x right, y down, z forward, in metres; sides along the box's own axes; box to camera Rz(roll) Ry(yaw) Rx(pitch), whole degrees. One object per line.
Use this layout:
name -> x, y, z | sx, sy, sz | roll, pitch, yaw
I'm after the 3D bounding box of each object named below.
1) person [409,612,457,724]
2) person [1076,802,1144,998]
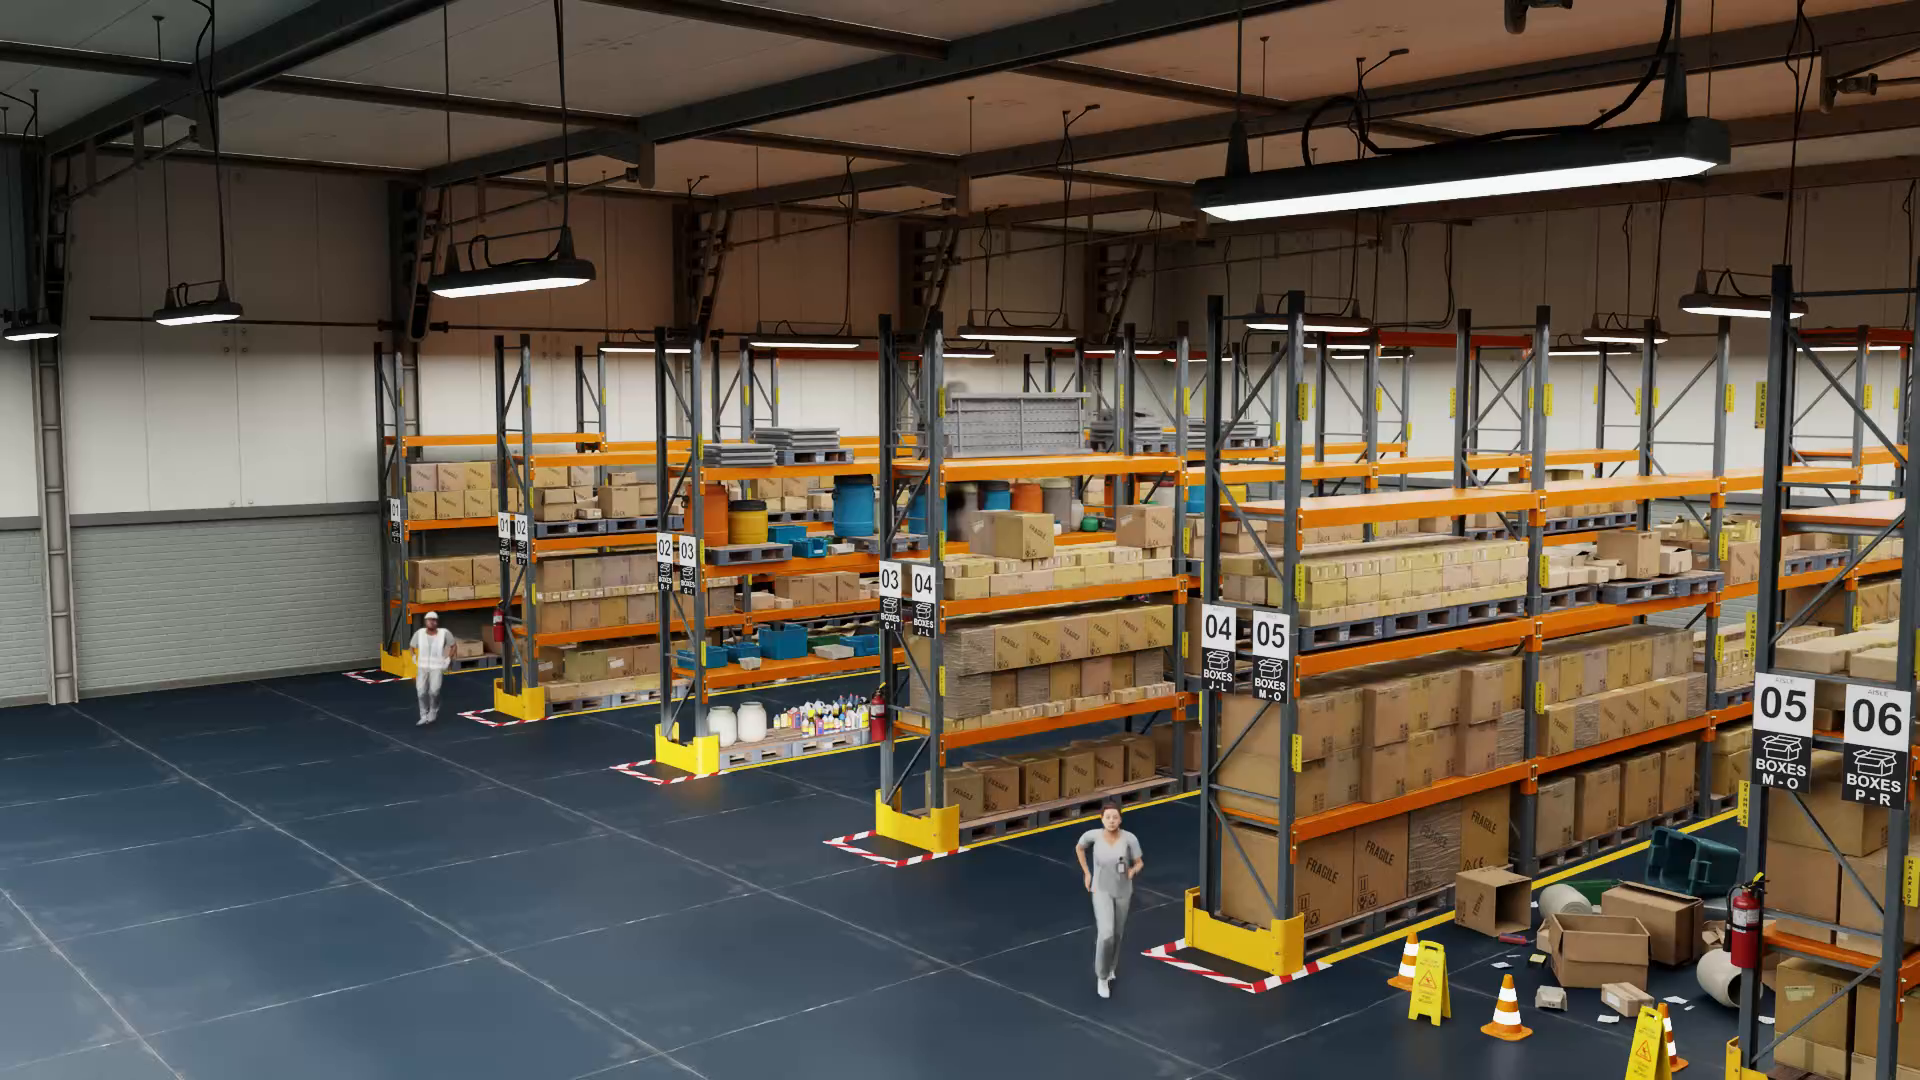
person -> -8.111, 1.971, 25.496 | 0.693, 1.744, 0.564 | 0, 5, -5
person -> 1.283, 3.062, 14.201 | 0.566, 1.689, 0.765 | 0, 5, -1
